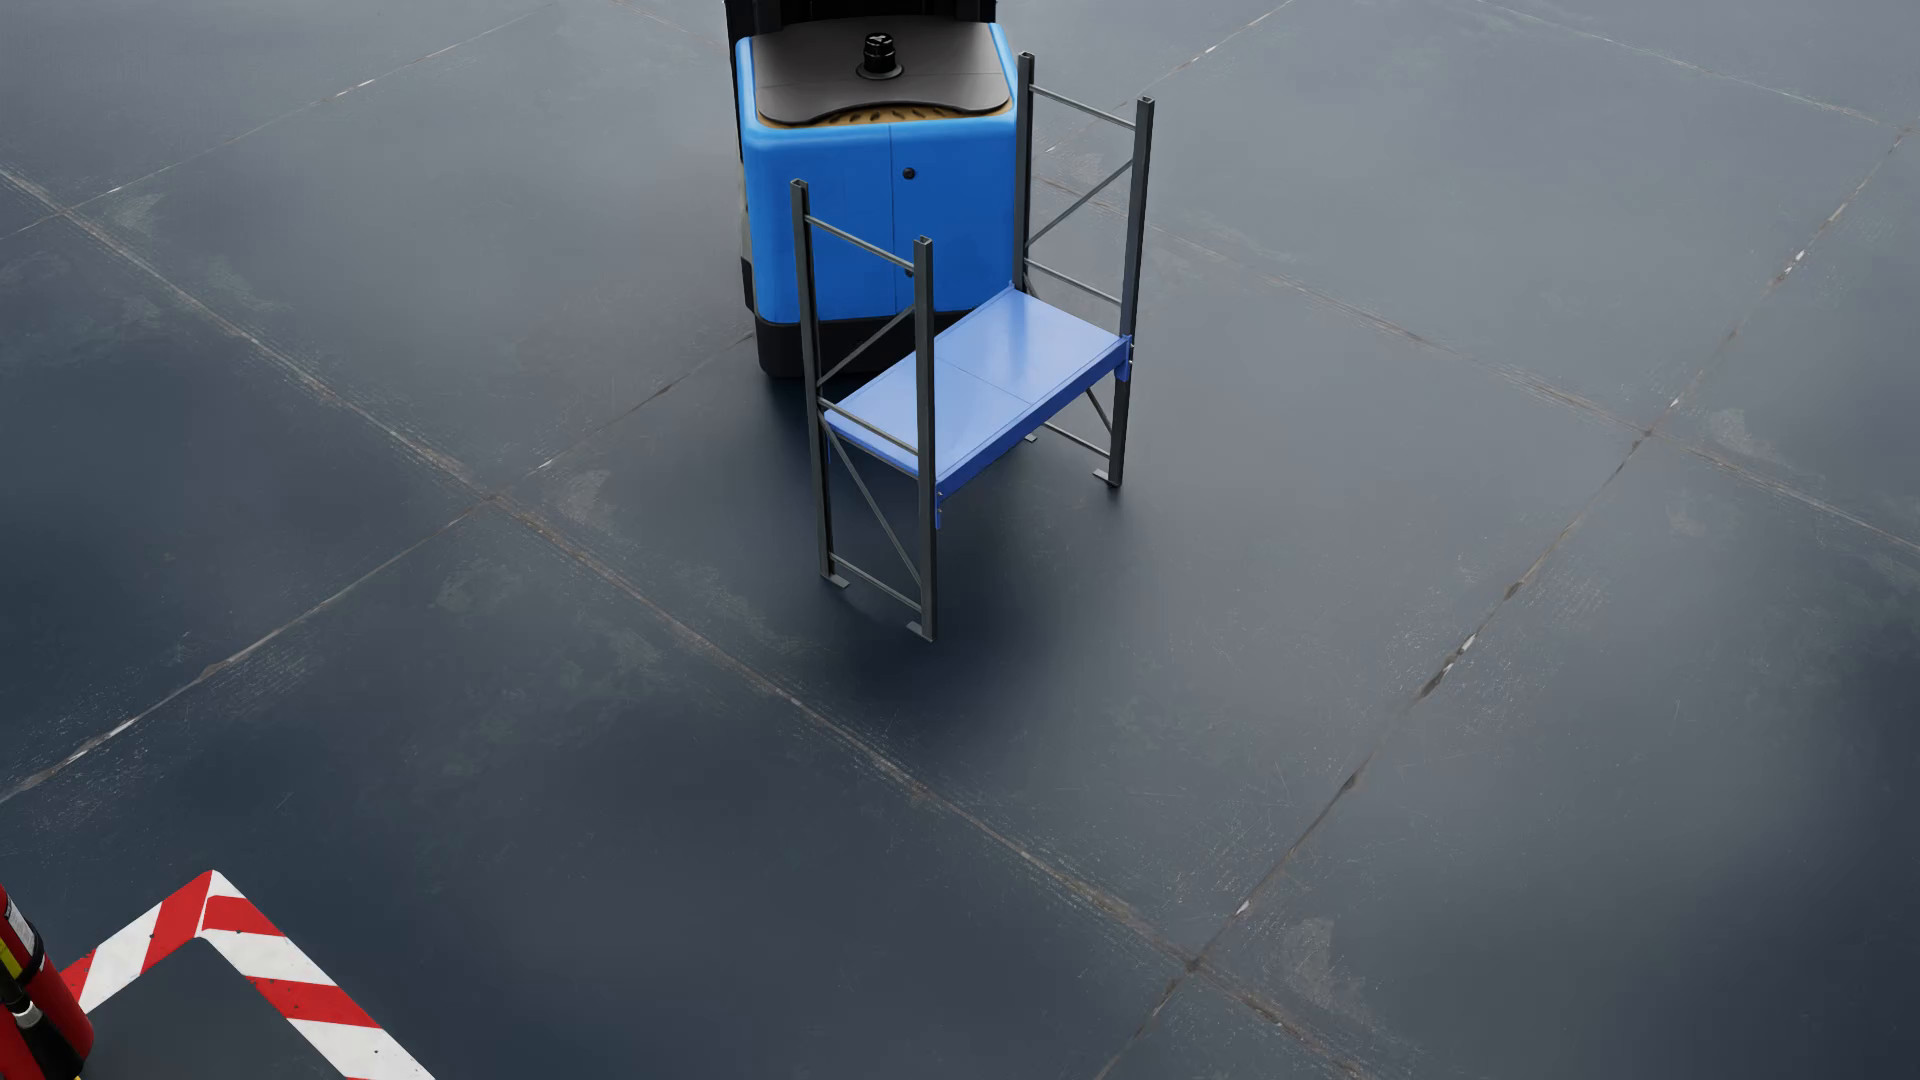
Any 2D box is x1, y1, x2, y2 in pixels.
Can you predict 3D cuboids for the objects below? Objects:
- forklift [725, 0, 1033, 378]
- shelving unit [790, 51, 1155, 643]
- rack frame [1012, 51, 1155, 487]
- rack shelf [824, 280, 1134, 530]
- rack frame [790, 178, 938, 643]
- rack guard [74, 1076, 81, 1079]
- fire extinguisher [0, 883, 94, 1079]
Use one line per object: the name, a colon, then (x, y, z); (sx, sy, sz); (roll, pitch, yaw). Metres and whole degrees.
forklift: (-0.431, -2.694, 6.534); (1.130, 2.935, 3.031); (-5, 43, -5)
shelving unit: (0.055, -0.599, 5.294); (0.538, 1.500, 1.048); (29, 50, 28)
rack frame: (0.382, -0.861, 5.582); (0.500, 1.500, 0.032); (29, 50, 28)
rack shelf: (0.055, -0.466, 5.415); (0.538, 0.185, 1.000); (29, 50, 28)
rack frame: (-0.272, -0.337, 5.006); (0.500, 1.500, 0.032); (29, 50, 28)
rack guard: (-2.090, 1.433, 3.803); (1.175, 0.500, 0.348); (29, 50, 28)
fire extinguisher: (-1.674, 0.689, 2.820); (0.296, 0.674, 0.183); (29, 50, 28)
